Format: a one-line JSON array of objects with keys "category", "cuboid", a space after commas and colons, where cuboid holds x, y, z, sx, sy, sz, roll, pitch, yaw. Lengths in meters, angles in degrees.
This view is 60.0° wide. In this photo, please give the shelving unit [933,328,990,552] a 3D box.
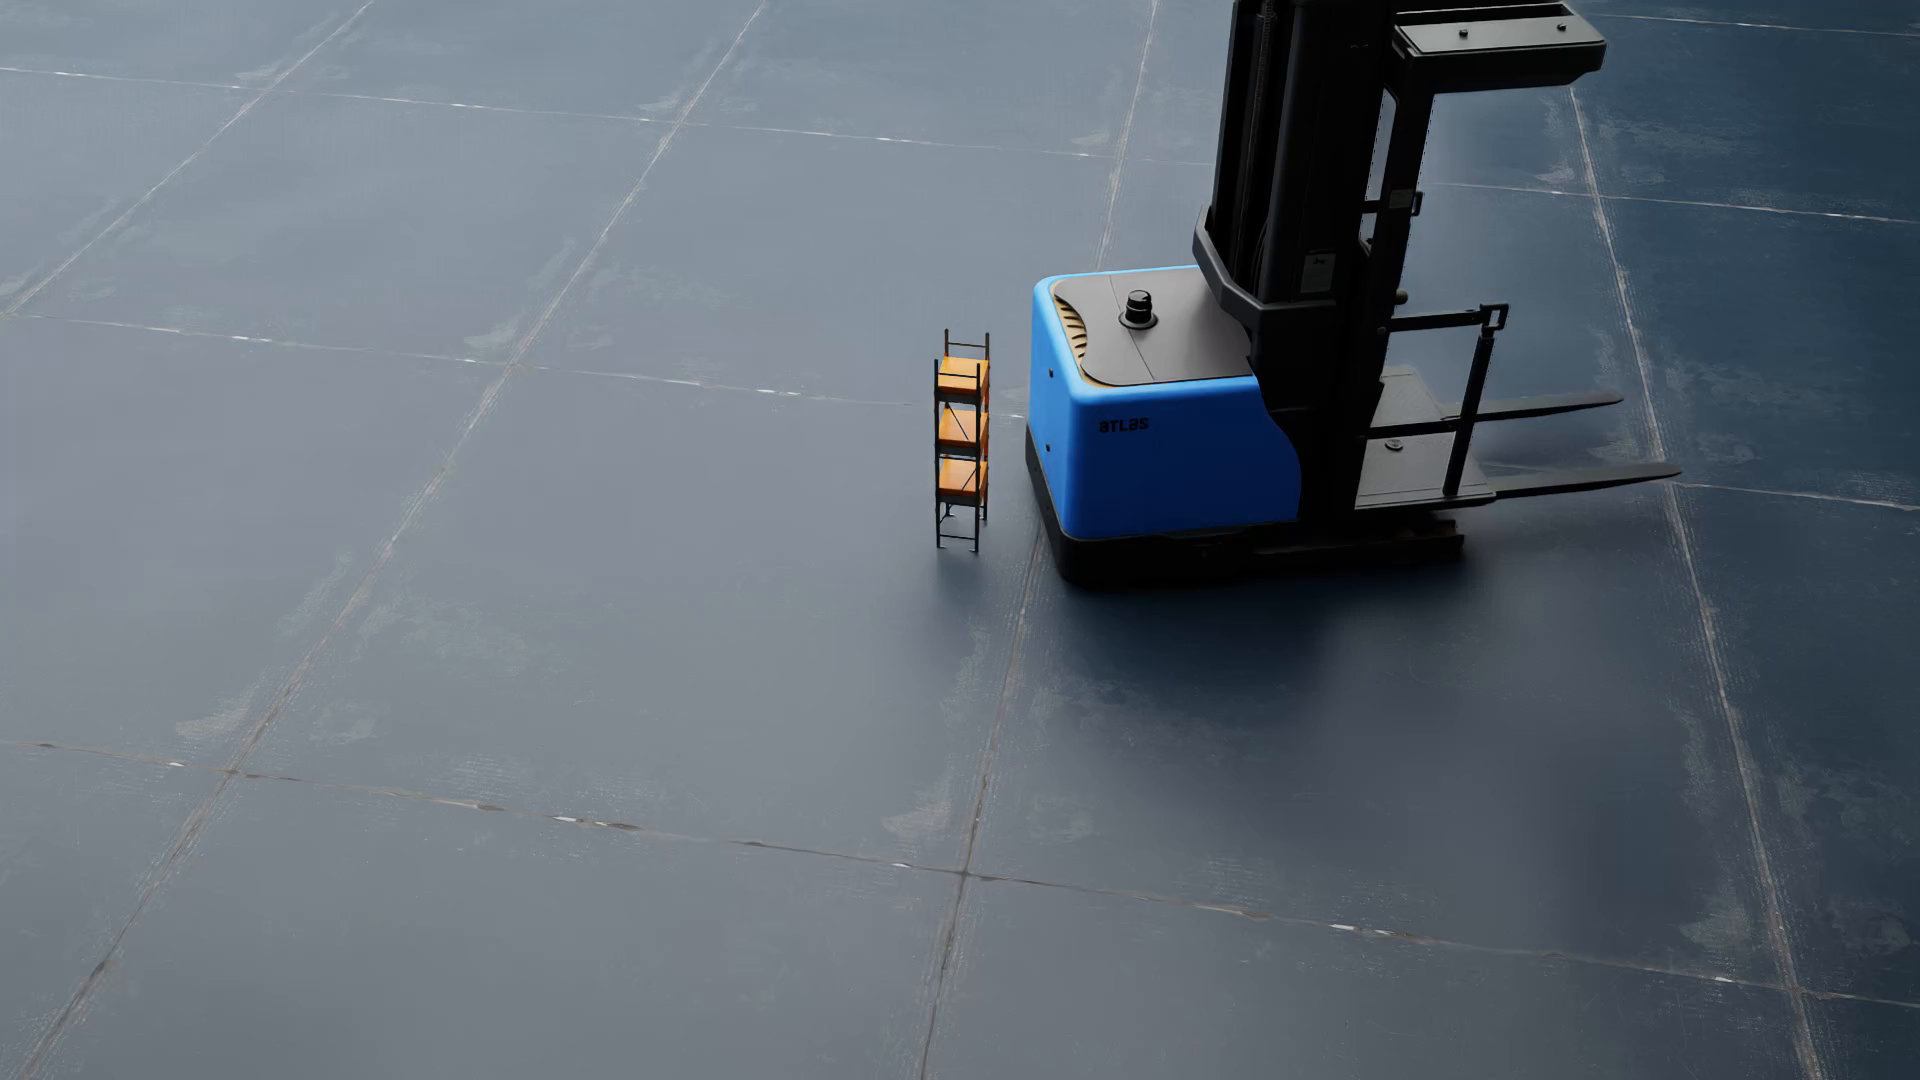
[{"category": "shelving unit", "cuboid": [0.009, -0.438, 7.553, 0.215, 1.050, 0.252, 6, 40, 8]}]

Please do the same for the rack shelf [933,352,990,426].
[{"category": "rack shelf", "cuboid": [0.009, -0.649, 7.379, 0.215, 0.259, 0.240, 6, 40, 8]}]

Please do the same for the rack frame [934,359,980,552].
[{"category": "rack frame", "cuboid": [-0.012, -0.362, 7.460, 0.200, 1.050, 0.008, 6, 40, 8]}]

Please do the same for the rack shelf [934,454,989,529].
[{"category": "rack shelf", "cuboid": [0.009, -0.216, 7.737, 0.215, 0.259, 0.240, 6, 40, 8]}]

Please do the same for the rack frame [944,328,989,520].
[{"category": "rack frame", "cuboid": [0.030, -0.515, 7.646, 0.200, 1.050, 0.008, 6, 40, 8]}]

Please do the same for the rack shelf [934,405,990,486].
[{"category": "rack shelf", "cuboid": [0.009, -0.430, 7.560, 0.215, 0.259, 0.240, 6, 40, 8]}]

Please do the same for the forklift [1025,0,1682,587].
[{"category": "forklift", "cuboid": [1.883, -1.348, 7.177, 3.031, 2.935, 1.130, -5, 40, -7]}]
